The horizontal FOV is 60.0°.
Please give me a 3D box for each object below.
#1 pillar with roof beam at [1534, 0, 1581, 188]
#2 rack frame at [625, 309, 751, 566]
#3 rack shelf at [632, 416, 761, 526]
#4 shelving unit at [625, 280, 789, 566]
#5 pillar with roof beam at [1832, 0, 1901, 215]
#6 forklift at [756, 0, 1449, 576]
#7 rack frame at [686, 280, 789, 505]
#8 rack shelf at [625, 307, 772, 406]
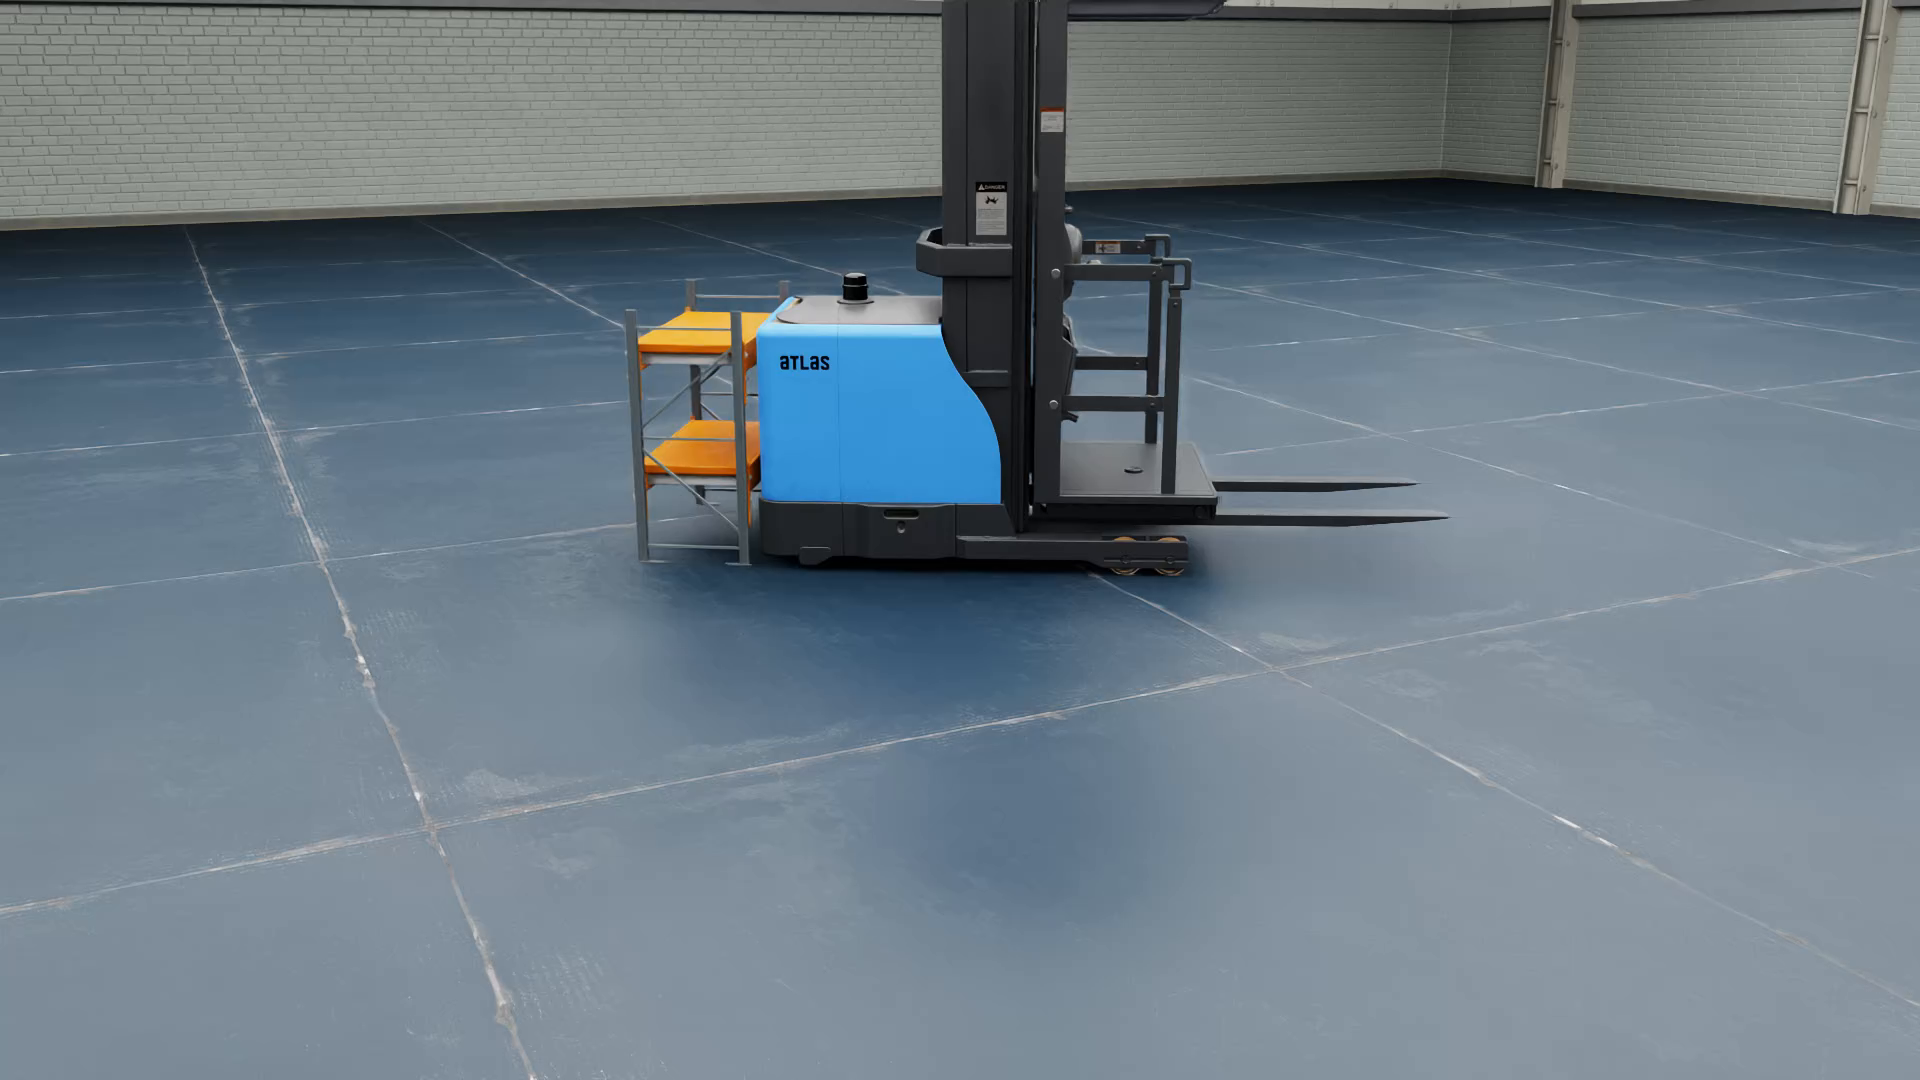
[{"bbox_3d":[6.653,-10.111,26.669,9.100,9.000,0.400,-8,18,-25],"label":"pillar with roof beam"},{"bbox_3d":[-1.178,-0.436,7.230,0.500,1.125,0.032,2,16,5],"label":"rack frame"},{"bbox_3d":[-1.128,-0.340,7.784,0.538,0.278,1.000,2,16,5],"label":"rack shelf"},{"bbox_3d":[-1.128,-0.575,7.716,0.538,1.125,1.048,2,16,5],"label":"shelving unit"},{"bbox_3d":[9.281,-8.623,21.484,9.100,9.000,0.400,-8,18,-25],"label":"pillar with roof beam"},{"bbox_3d":[0.647,-1.402,7.324,3.031,2.935,1.130,1,16,2],"label":"forklift"},{"bbox_3d":[-1.078,-0.715,8.202,0.500,1.125,0.032,2,16,5],"label":"rack frame"},{"bbox_3d":[-1.128,-0.857,7.636,0.538,0.278,1.000,2,16,5],"label":"rack shelf"}]
